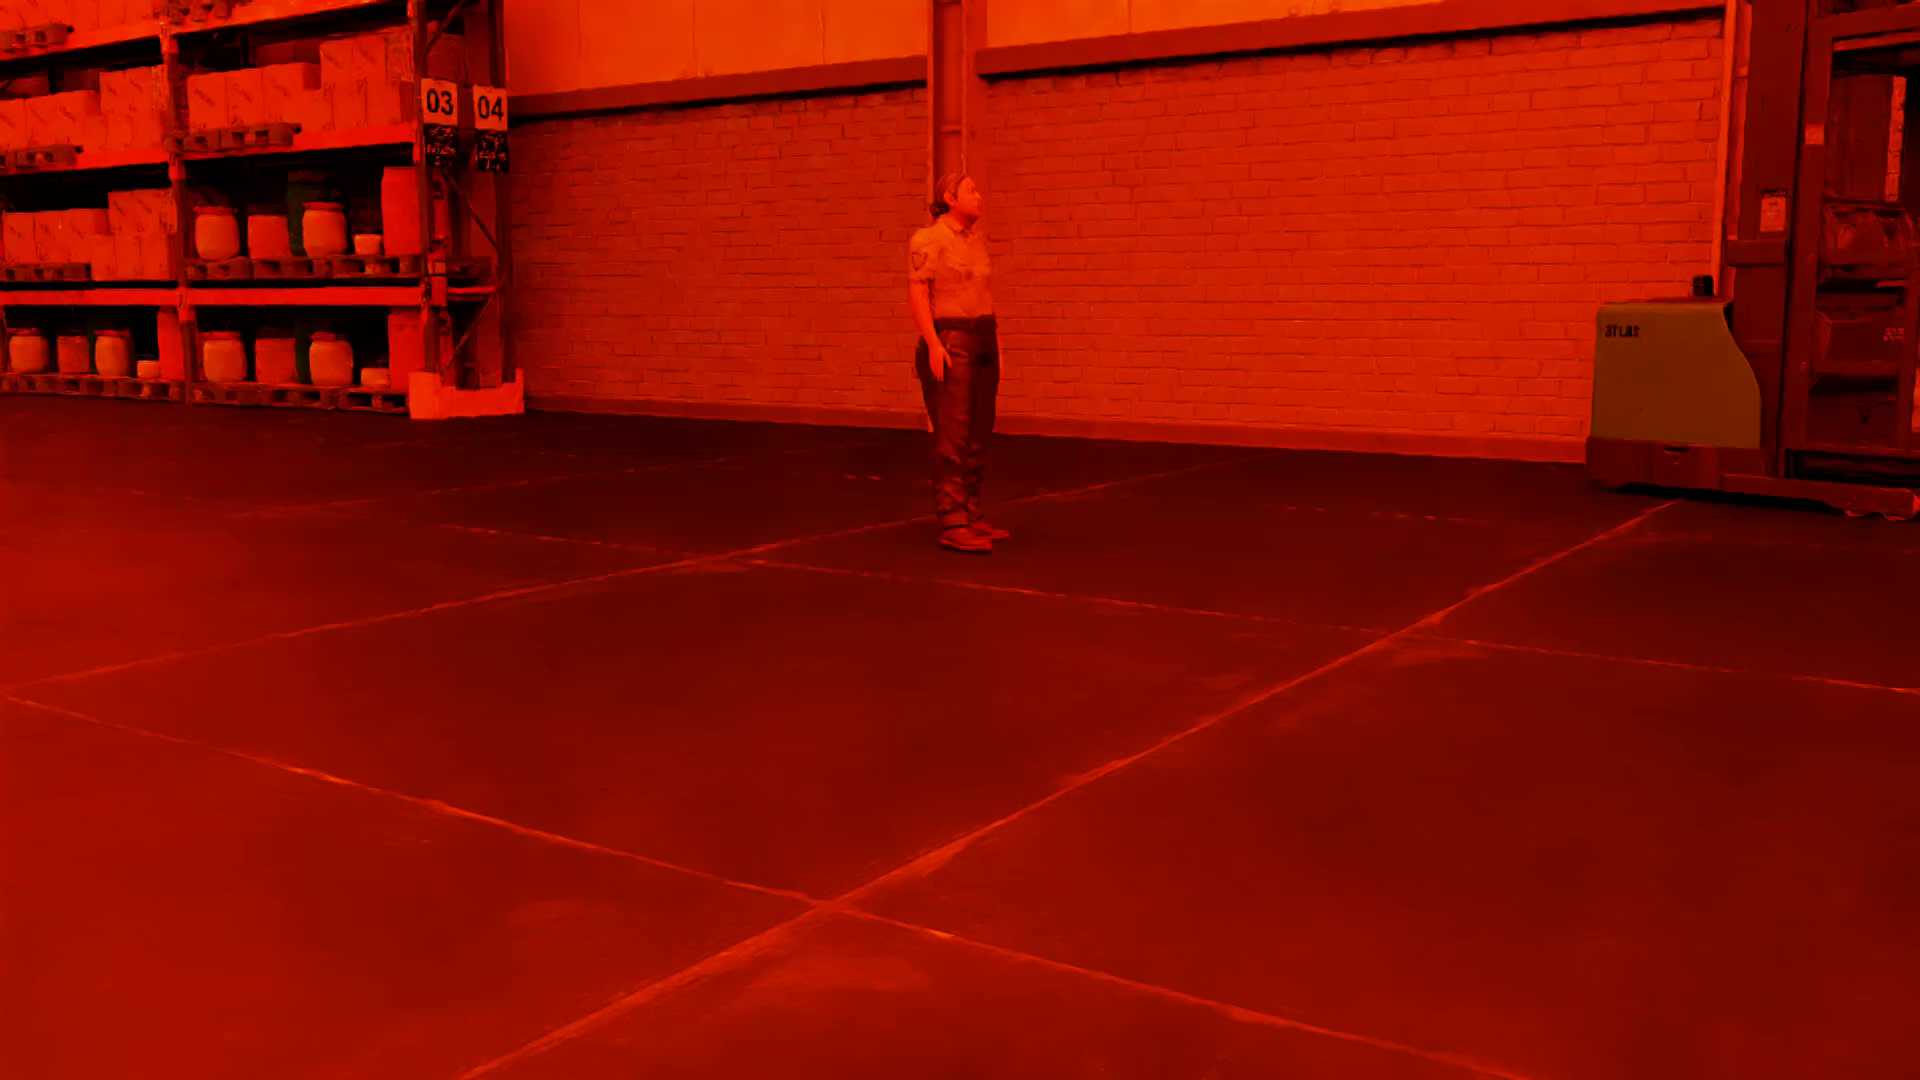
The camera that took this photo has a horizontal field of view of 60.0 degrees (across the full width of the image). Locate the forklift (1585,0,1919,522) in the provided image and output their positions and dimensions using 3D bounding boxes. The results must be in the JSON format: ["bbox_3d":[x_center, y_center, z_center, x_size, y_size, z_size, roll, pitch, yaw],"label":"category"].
[{"bbox_3d":[4.907,-1.619,8.576,1.130,2.935,3.031,-6,10,-36],"label":"forklift"}]

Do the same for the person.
[{"bbox_3d":[0.062,-0.808,7.419,0.502,1.640,0.599,5,10,34],"label":"person"}]
